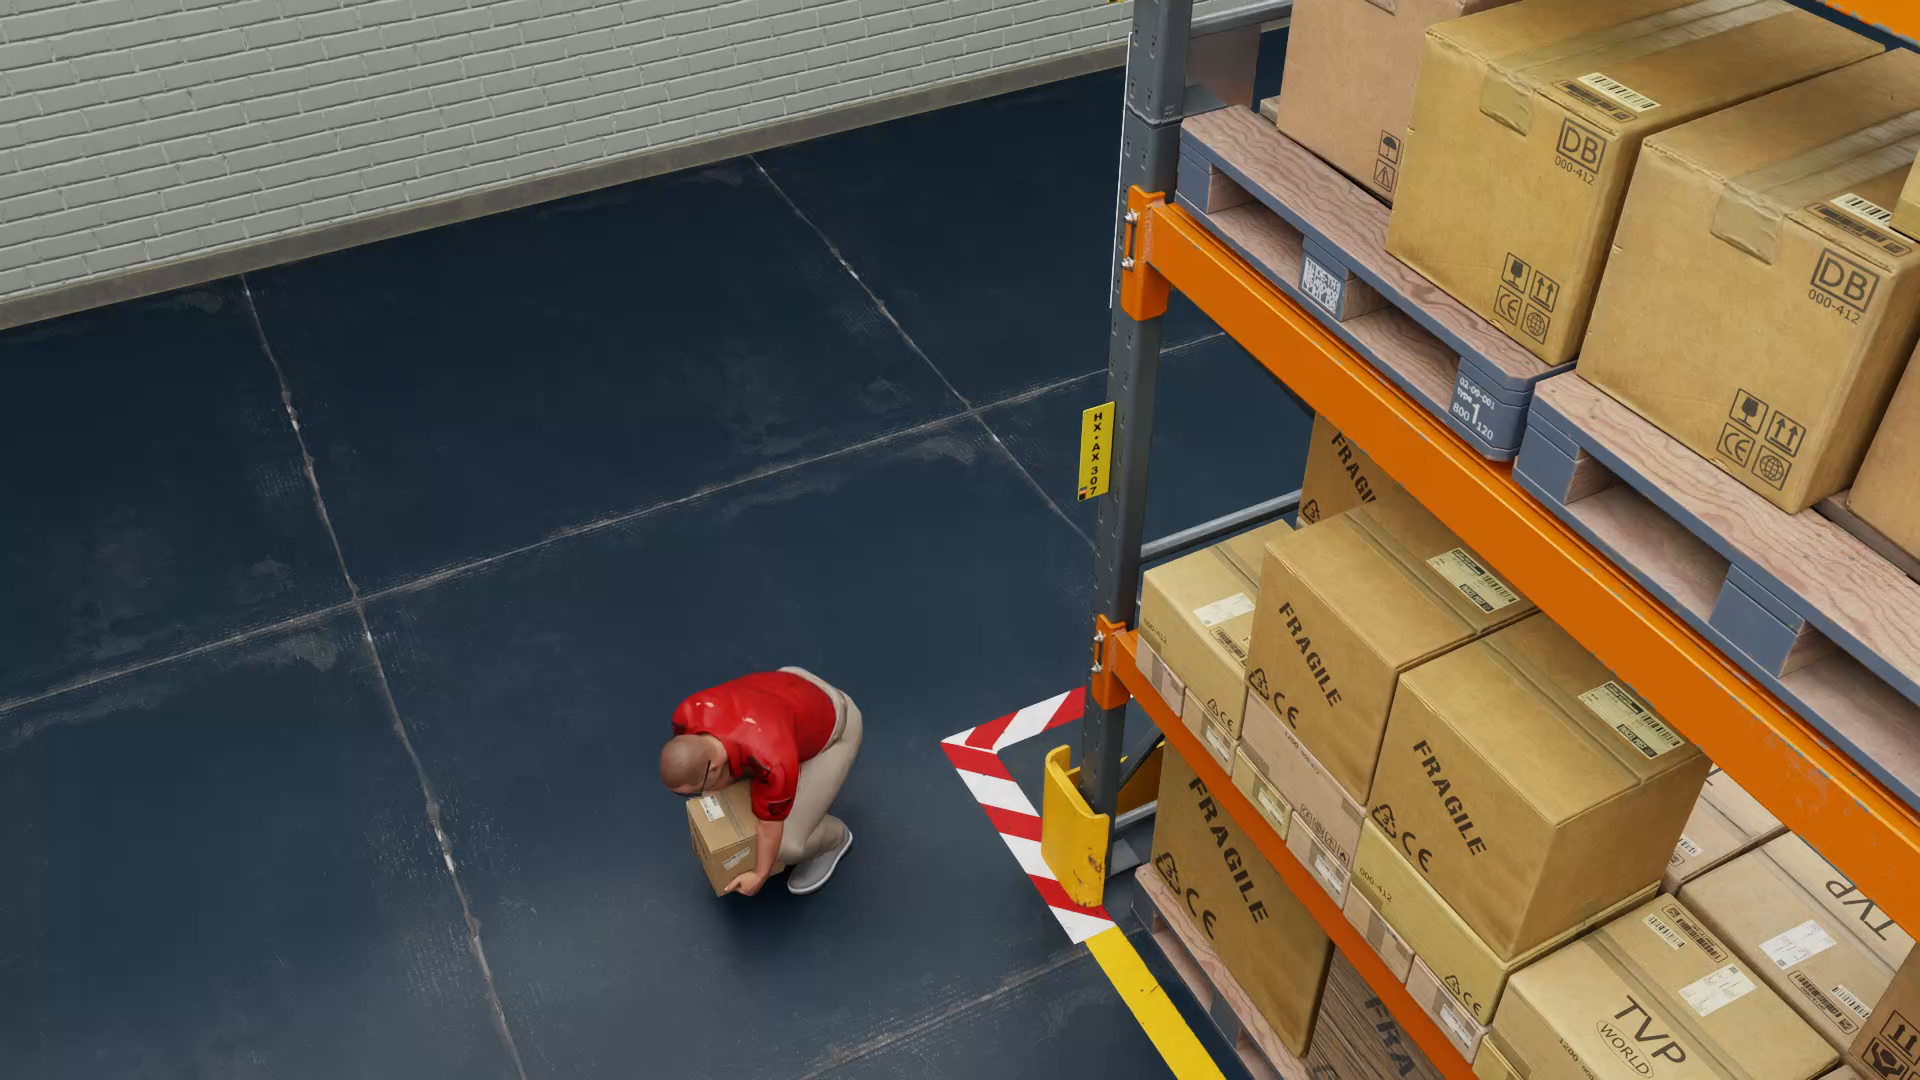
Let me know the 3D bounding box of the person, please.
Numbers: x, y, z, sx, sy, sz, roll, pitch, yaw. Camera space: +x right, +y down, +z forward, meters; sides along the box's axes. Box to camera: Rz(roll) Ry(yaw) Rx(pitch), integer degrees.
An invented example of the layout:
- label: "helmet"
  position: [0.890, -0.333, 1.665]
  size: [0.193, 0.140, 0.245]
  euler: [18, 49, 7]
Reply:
- label: "person"
  position: [-0.698, 0.825, 5.780]
  size: [0.539, 1.008, 0.863]
  euler: [27, 48, 28]
